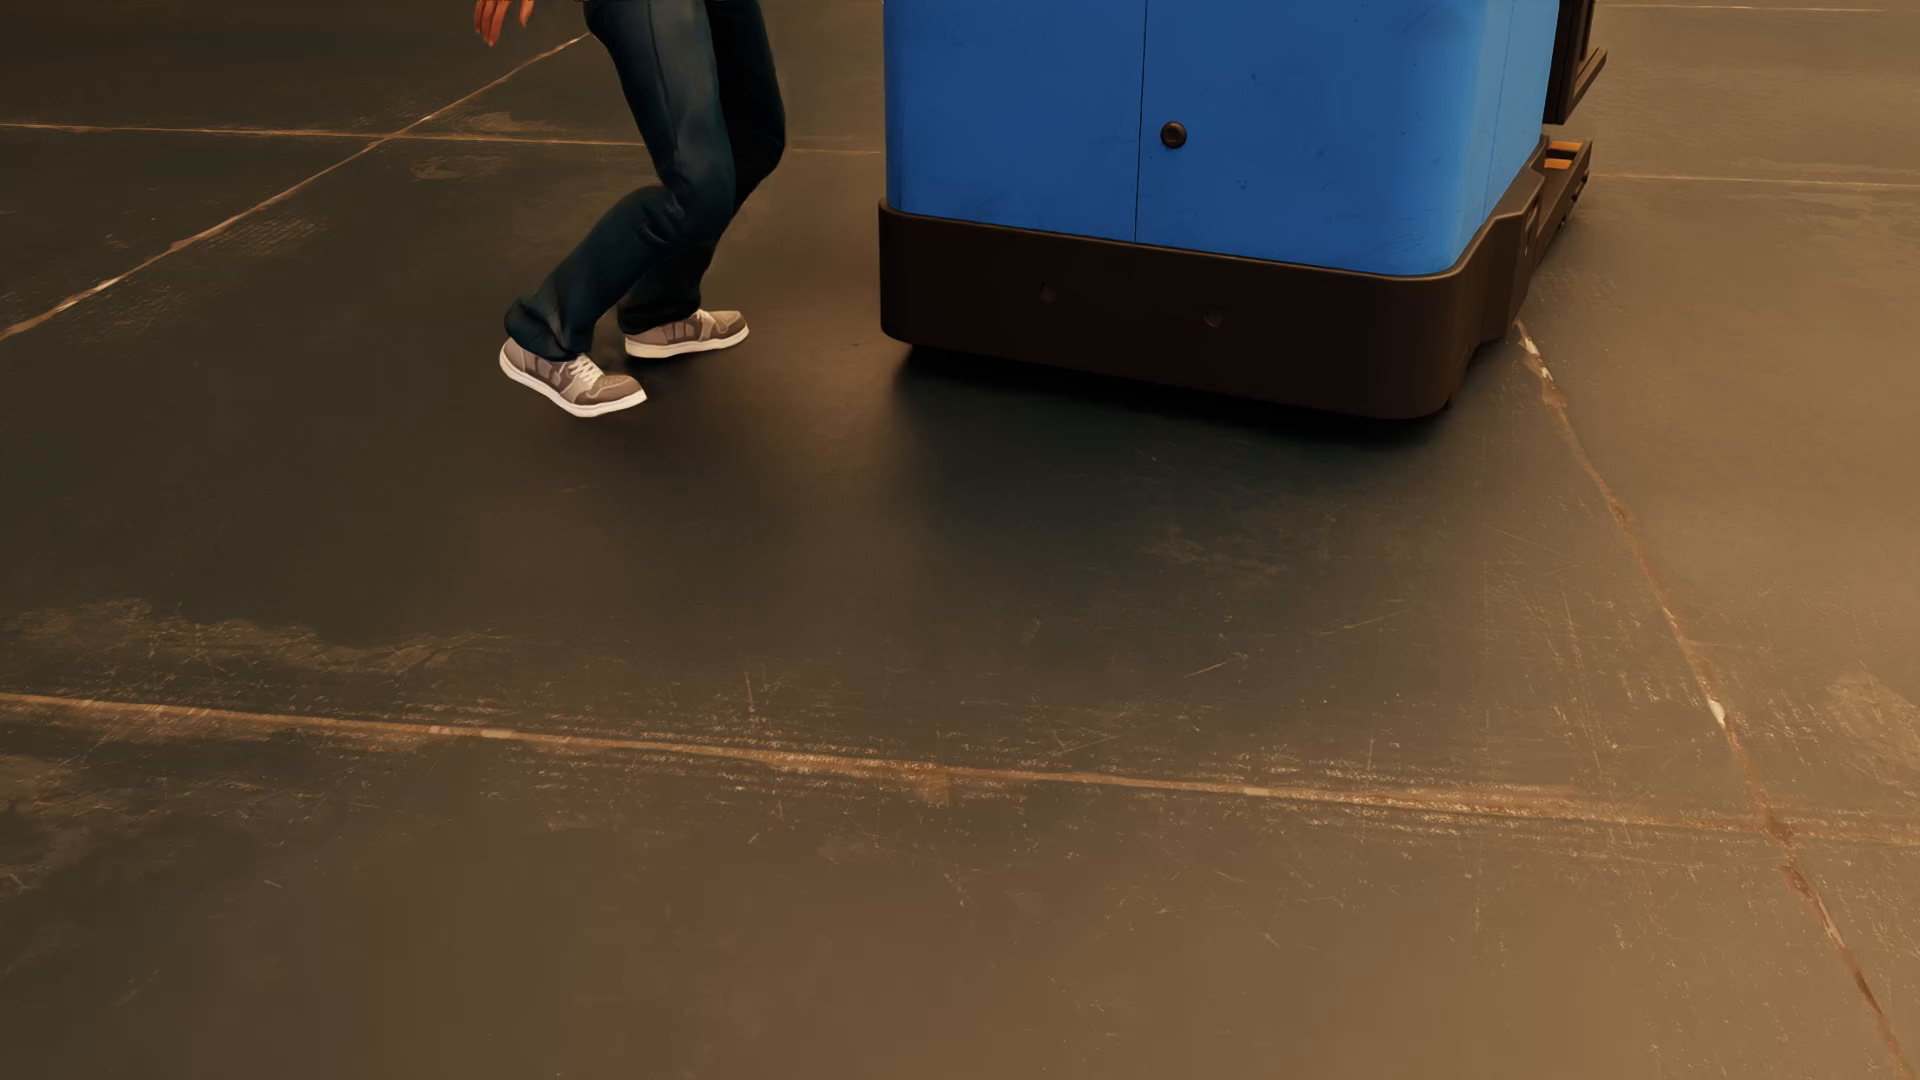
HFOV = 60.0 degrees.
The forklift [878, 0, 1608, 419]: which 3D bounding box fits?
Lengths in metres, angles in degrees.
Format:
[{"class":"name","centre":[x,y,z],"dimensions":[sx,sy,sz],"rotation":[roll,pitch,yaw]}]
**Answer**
[{"class":"forklift","centre":[0.935,-2.140,3.506],"dimensions":[1.130,2.935,3.031],"rotation":[12,29,22]}]

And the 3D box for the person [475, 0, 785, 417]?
[{"class":"person","centre":[-0.551,-0.933,2.678],"dimensions":[0.446,1.523,0.745],"rotation":[5,27,11]}]
